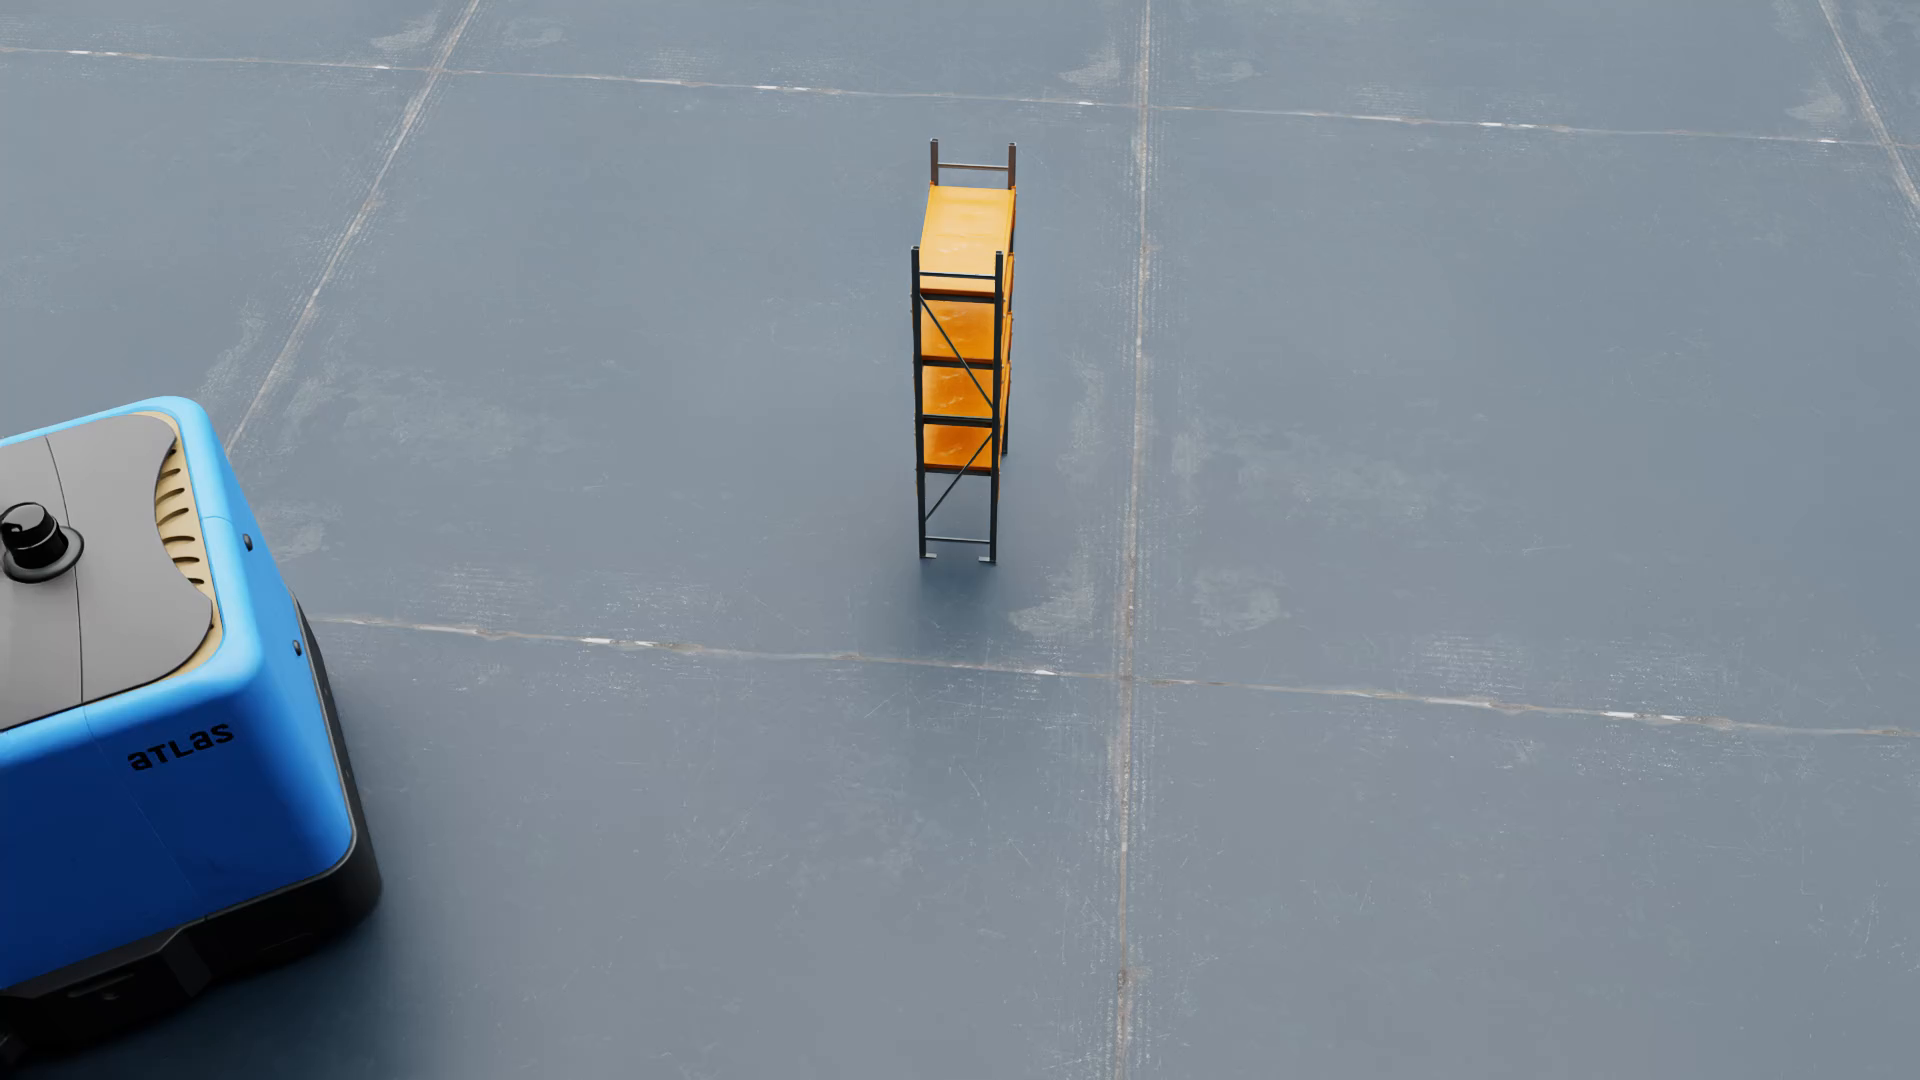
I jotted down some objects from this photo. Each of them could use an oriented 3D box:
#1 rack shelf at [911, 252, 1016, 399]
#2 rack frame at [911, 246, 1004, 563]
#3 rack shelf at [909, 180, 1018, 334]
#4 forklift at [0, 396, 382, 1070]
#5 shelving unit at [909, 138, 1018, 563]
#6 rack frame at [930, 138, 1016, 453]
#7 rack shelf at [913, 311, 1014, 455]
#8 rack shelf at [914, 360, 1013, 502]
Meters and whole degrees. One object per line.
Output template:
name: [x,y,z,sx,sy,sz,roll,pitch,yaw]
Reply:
rack shelf: [0.015,-0.632,4.803,0.258,0.148,0.480,4,48,4]
rack frame: [-0.007,-0.347,4.755,0.240,1.200,0.015,4,48,4]
rack shelf: [0.015,-0.792,4.629,0.258,0.148,0.480,4,48,4]
forklift: [-3.062,0.138,3.137,3.031,2.935,1.130,-19,50,-17]
shelving unit: [0.015,-0.527,4.919,0.258,1.200,0.503,4,48,4]
rack frame: [0.037,-0.706,5.083,0.240,1.200,0.015,4,48,4]
rack shelf: [0.015,-0.481,4.968,0.258,0.148,0.480,4,48,4]
rack shelf: [0.015,-0.347,5.115,0.258,0.148,0.480,4,48,4]
